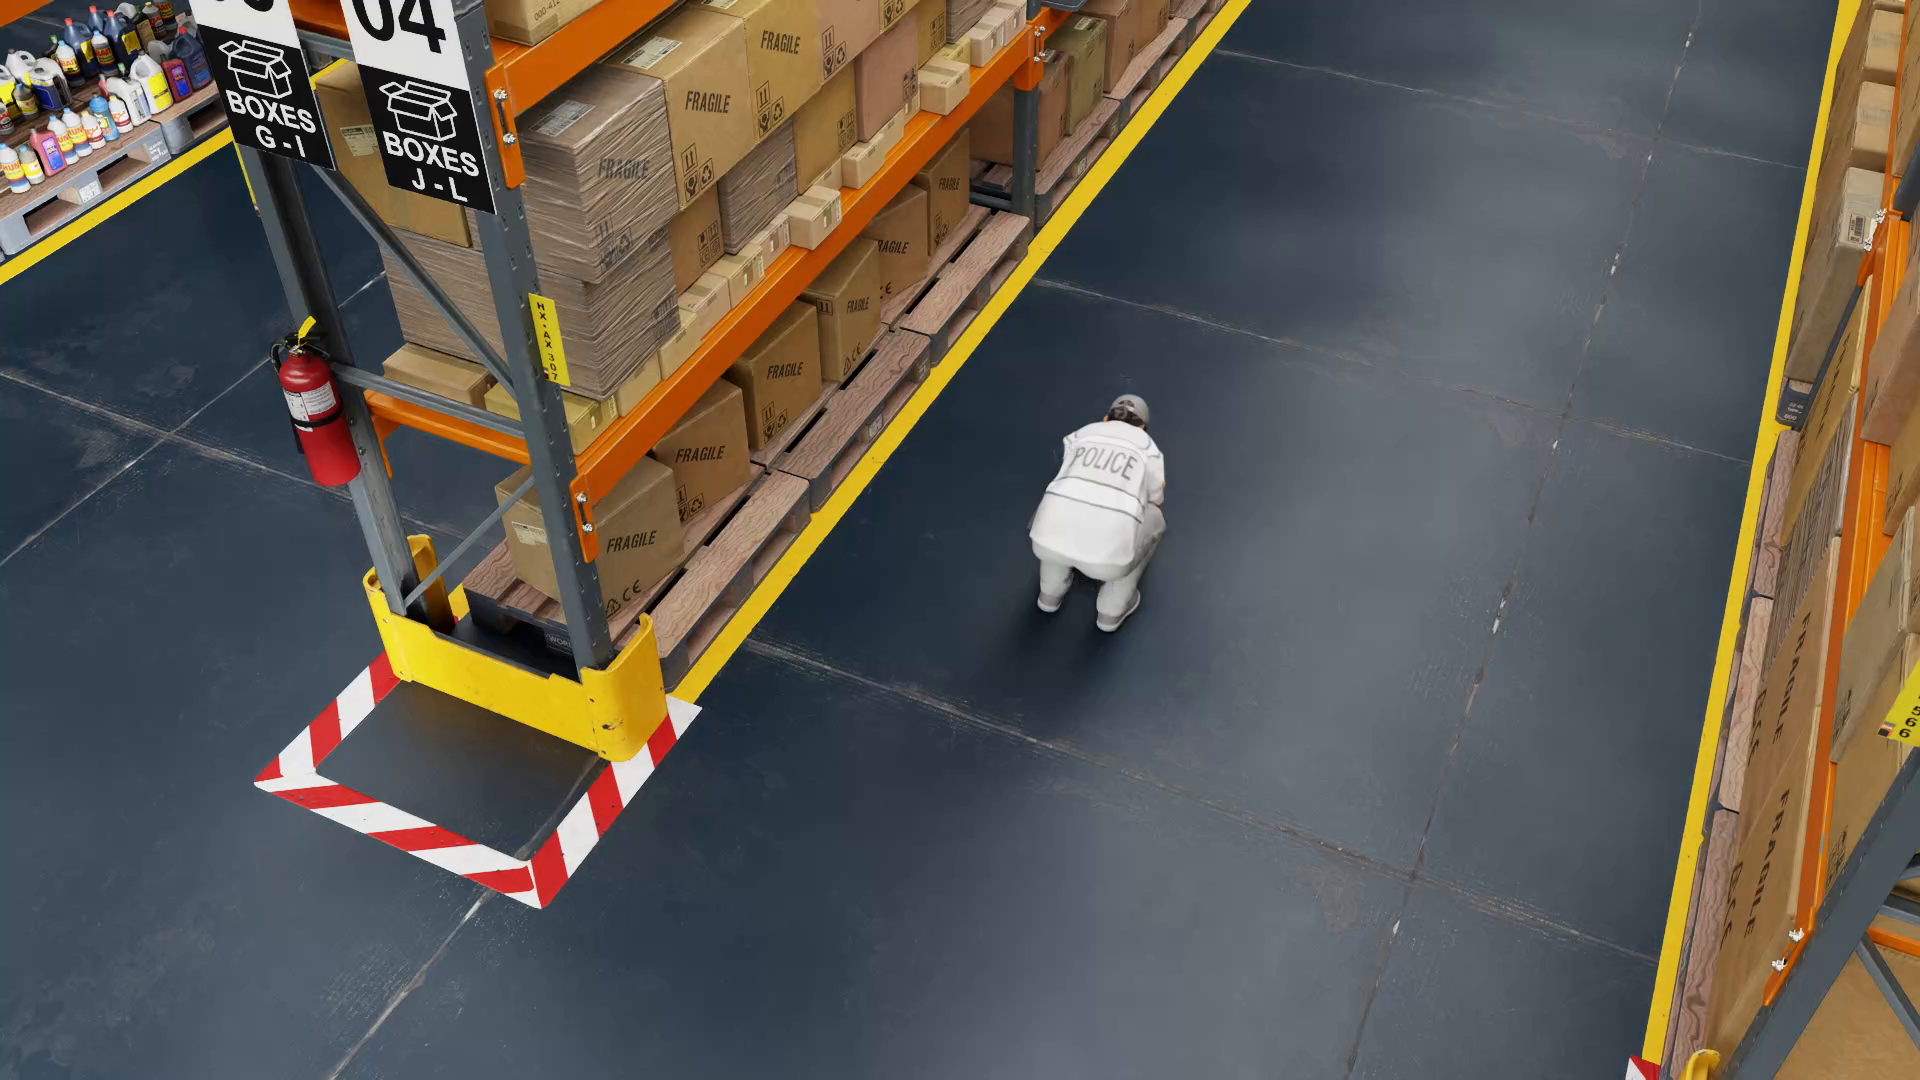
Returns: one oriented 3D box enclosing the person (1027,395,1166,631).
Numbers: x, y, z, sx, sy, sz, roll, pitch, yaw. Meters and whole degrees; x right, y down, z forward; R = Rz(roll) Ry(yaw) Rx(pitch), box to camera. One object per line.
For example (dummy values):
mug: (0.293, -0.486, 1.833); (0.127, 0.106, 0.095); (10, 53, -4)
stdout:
person: (0.600, -0.097, 6.969); (0.507, 0.750, 0.932); (16, 45, 17)
